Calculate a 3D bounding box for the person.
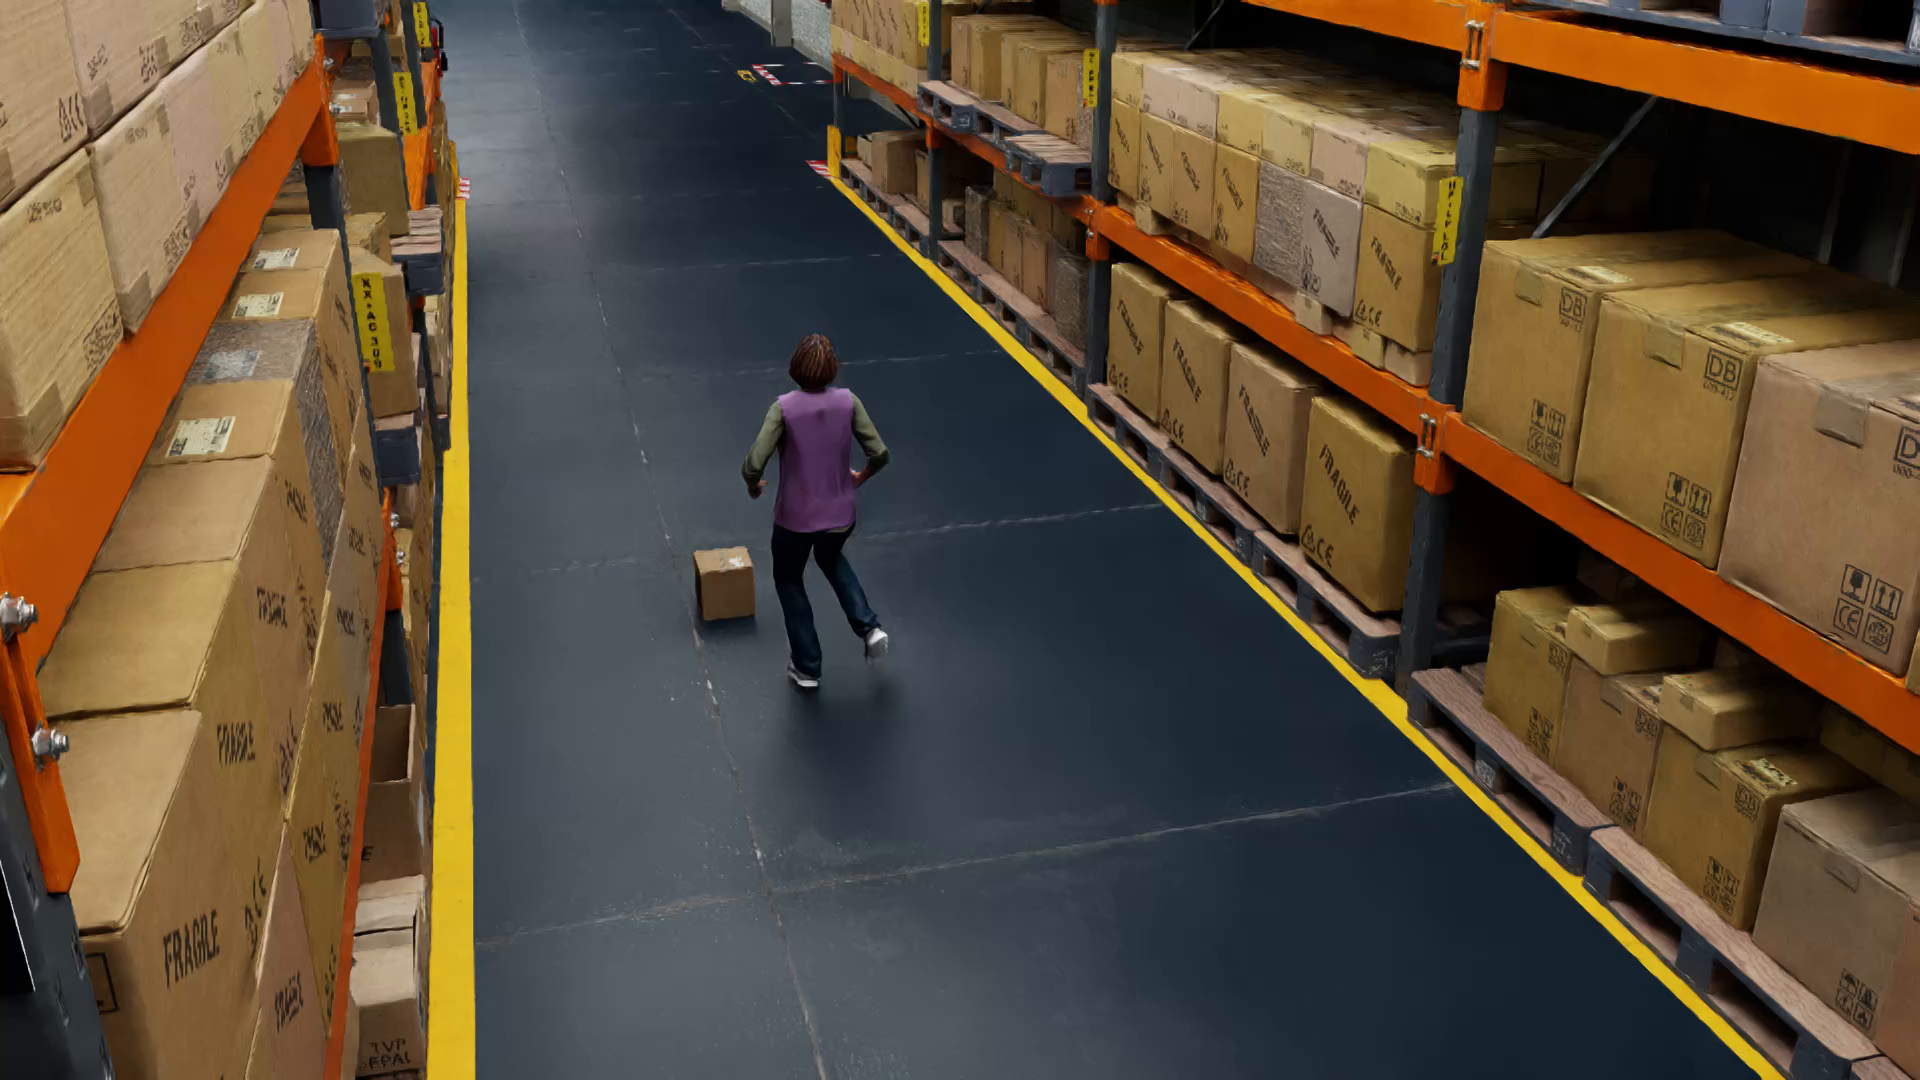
[{"bbox_3d":[-0.652,-0.117,6.923,0.585,1.566,0.437,-13,26,-27],"label":"person"}]
